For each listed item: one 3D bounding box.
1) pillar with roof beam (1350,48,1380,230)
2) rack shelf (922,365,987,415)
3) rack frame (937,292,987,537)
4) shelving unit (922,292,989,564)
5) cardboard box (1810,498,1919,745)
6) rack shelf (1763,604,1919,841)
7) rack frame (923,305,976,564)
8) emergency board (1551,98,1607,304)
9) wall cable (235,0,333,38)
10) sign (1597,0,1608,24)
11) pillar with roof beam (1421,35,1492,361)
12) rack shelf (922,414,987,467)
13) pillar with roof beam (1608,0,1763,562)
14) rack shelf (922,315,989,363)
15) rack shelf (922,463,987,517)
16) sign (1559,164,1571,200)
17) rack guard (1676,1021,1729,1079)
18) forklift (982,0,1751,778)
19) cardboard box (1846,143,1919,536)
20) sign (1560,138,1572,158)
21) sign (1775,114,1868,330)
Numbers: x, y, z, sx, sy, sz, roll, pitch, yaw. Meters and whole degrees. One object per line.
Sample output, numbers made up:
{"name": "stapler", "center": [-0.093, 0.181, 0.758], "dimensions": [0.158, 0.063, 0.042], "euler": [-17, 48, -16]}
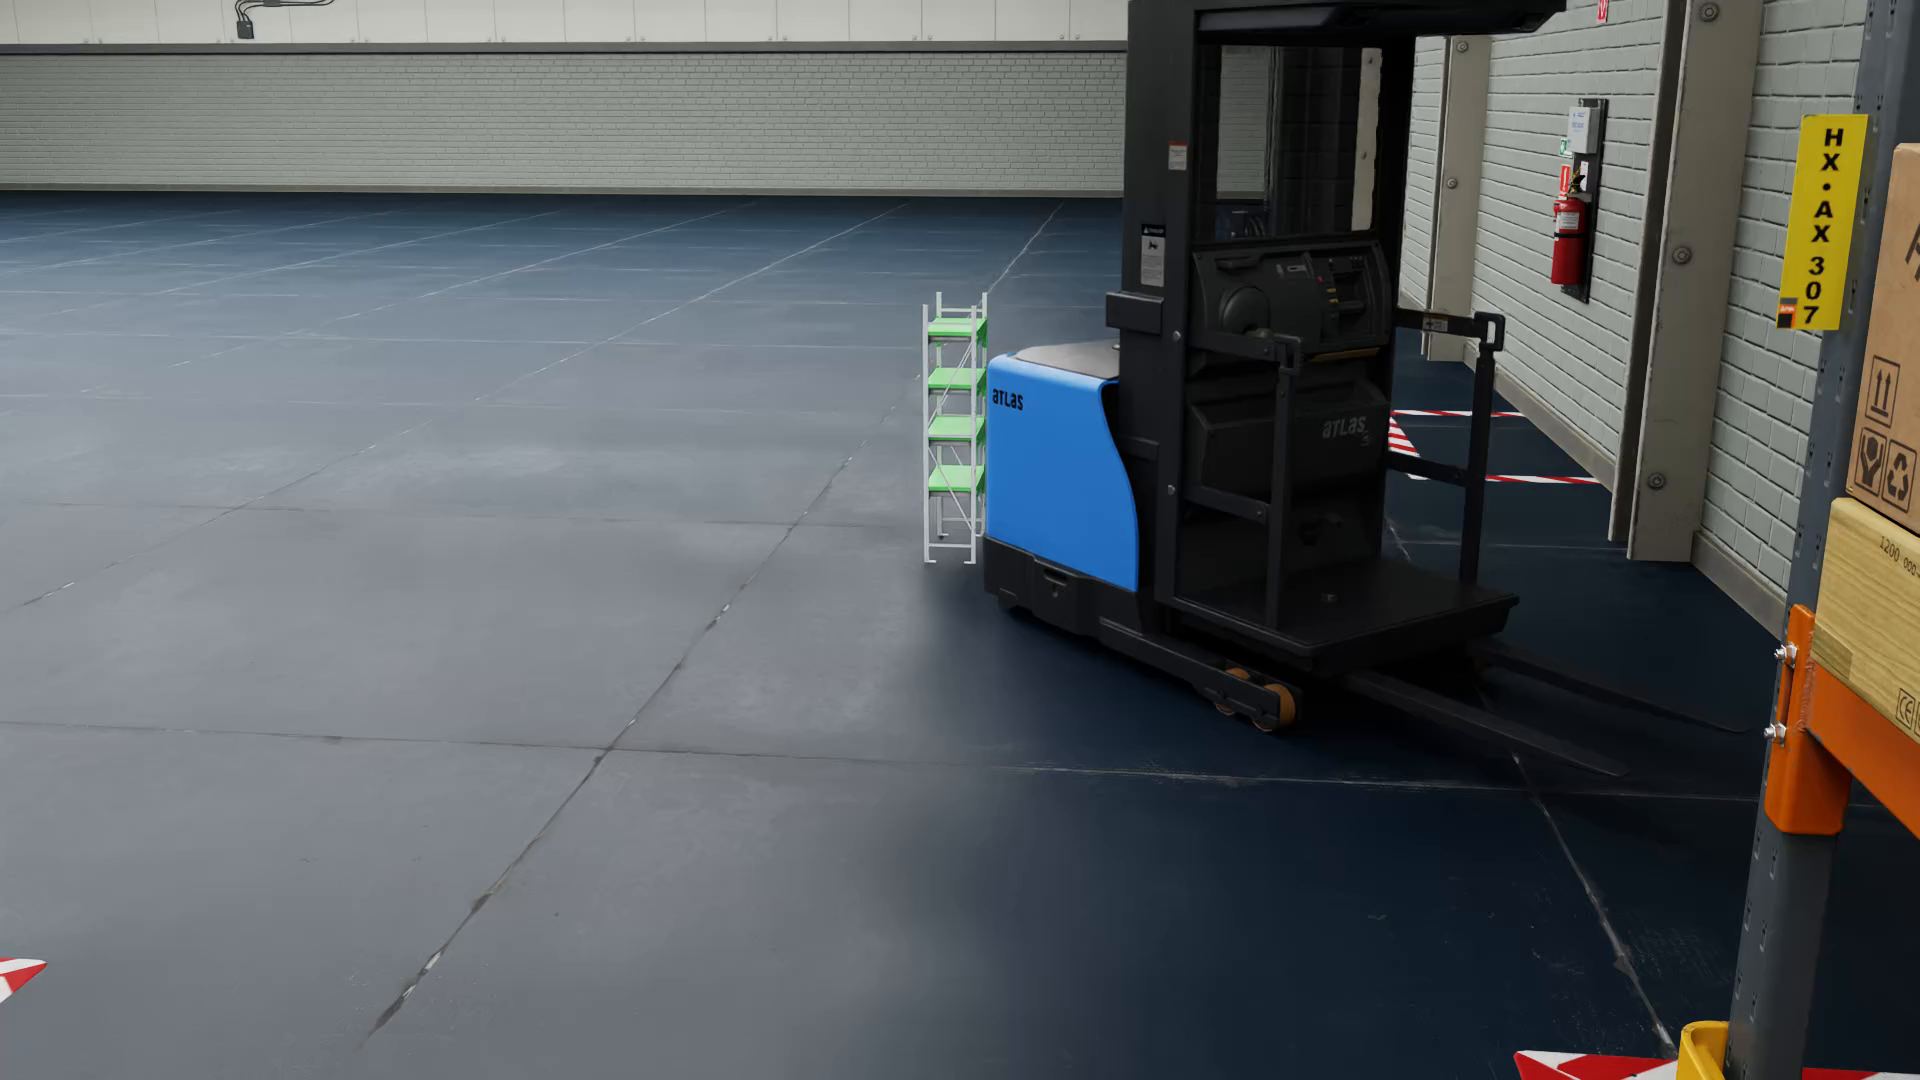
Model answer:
{"name": "pillar with roof beam", "center": [0.399, -7.536, 18.793], "dimensions": [9.100, 9.000, 0.400], "euler": [2, 15, 6]}
{"name": "rack shelf", "center": [-0.019, -0.706, 7.801], "dimensions": [0.258, 0.148, 0.480], "euler": [2, 15, 6]}
{"name": "rack frame", "center": [0.009, -0.600, 8.081], "dimensions": [0.240, 1.200, 0.015], "euler": [2, 15, 6]}
{"name": "shelving unit", "center": [-0.019, -0.536, 7.847], "dimensions": [0.258, 1.200, 0.503], "euler": [2, 15, 6]}
{"name": "cardboard box", "center": [1.495, 0.128, 2.192], "dimensions": [0.500, 0.250, 0.500], "euler": [1, 15, 5]}
{"name": "rack shelf", "center": [1.639, 0.814, 0.784], "dimensions": [1.077, 0.370, 4.000], "euler": [2, 15, 6]}
{"name": "rack frame", "center": [-0.046, -0.473, 7.613], "dimensions": [0.240, 1.200, 0.015], "euler": [2, 15, 6]}
{"name": "emergency board", "center": [3.639, -2.041, 9.964], "dimensions": [0.194, 1.169, 0.643], "euler": [2, 15, 6]}
{"name": "wall cable", "center": [-14.191, -13.533, 34.454], "dimensions": [2.305, 6.003, 0.169], "euler": [2, 15, 6]}
{"name": "sign", "center": [3.739, -3.159, 9.658], "dimensions": [0.001, 0.298, 0.199], "euler": [2, 15, 6]}
{"name": "pillar with roof beam", "center": [-0.278, -5.980, 13.038], "dimensions": [9.100, 9.000, 0.400], "euler": [2, 15, 6]}
{"name": "rack shelf", "center": [-0.019, -0.475, 7.863], "dimensions": [0.258, 0.148, 0.480], "euler": [2, 15, 6]}
{"name": "pillar with roof beam", "center": [-0.955, -4.424, 7.283], "dimensions": [9.100, 9.000, 0.400], "euler": [2, 15, 6]}
{"name": "rack shelf", "center": [-0.019, -0.938, 7.738], "dimensions": [0.258, 0.148, 0.480], "euler": [2, 15, 6]}
{"name": "rack shelf", "center": [-0.019, -0.243, 7.926], "dimensions": [0.258, 0.148, 0.480], "euler": [2, 15, 6]}
{"name": "sign", "center": [3.804, -2.199, 10.478], "dimensions": [0.001, 0.329, 0.234], "euler": [2, 15, 6]}
{"name": "rack guard", "center": [1.857, 1.174, 2.862], "dimensions": [1.175, 0.500, 0.348], "euler": [2, 15, 6]}
{"name": "forklift", "center": [1.333, -0.895, 5.856], "dimensions": [1.130, 2.935, 3.031], "euler": [-10, 18, -32]}
{"name": "cardboard box", "center": [1.513, -0.236, 2.102], "dimensions": [0.500, 0.500, 0.500], "euler": [2, 15, 6]}
{"name": "sign", "center": [3.795, -2.454, 10.406], "dimensions": [0.001, 0.109, 0.331], "euler": [2, 15, 6]}
{"name": "sign", "center": [1.326, -0.486, 2.554], "dimensions": [0.100, 0.325, 0.005], "euler": [2, 15, 6]}
